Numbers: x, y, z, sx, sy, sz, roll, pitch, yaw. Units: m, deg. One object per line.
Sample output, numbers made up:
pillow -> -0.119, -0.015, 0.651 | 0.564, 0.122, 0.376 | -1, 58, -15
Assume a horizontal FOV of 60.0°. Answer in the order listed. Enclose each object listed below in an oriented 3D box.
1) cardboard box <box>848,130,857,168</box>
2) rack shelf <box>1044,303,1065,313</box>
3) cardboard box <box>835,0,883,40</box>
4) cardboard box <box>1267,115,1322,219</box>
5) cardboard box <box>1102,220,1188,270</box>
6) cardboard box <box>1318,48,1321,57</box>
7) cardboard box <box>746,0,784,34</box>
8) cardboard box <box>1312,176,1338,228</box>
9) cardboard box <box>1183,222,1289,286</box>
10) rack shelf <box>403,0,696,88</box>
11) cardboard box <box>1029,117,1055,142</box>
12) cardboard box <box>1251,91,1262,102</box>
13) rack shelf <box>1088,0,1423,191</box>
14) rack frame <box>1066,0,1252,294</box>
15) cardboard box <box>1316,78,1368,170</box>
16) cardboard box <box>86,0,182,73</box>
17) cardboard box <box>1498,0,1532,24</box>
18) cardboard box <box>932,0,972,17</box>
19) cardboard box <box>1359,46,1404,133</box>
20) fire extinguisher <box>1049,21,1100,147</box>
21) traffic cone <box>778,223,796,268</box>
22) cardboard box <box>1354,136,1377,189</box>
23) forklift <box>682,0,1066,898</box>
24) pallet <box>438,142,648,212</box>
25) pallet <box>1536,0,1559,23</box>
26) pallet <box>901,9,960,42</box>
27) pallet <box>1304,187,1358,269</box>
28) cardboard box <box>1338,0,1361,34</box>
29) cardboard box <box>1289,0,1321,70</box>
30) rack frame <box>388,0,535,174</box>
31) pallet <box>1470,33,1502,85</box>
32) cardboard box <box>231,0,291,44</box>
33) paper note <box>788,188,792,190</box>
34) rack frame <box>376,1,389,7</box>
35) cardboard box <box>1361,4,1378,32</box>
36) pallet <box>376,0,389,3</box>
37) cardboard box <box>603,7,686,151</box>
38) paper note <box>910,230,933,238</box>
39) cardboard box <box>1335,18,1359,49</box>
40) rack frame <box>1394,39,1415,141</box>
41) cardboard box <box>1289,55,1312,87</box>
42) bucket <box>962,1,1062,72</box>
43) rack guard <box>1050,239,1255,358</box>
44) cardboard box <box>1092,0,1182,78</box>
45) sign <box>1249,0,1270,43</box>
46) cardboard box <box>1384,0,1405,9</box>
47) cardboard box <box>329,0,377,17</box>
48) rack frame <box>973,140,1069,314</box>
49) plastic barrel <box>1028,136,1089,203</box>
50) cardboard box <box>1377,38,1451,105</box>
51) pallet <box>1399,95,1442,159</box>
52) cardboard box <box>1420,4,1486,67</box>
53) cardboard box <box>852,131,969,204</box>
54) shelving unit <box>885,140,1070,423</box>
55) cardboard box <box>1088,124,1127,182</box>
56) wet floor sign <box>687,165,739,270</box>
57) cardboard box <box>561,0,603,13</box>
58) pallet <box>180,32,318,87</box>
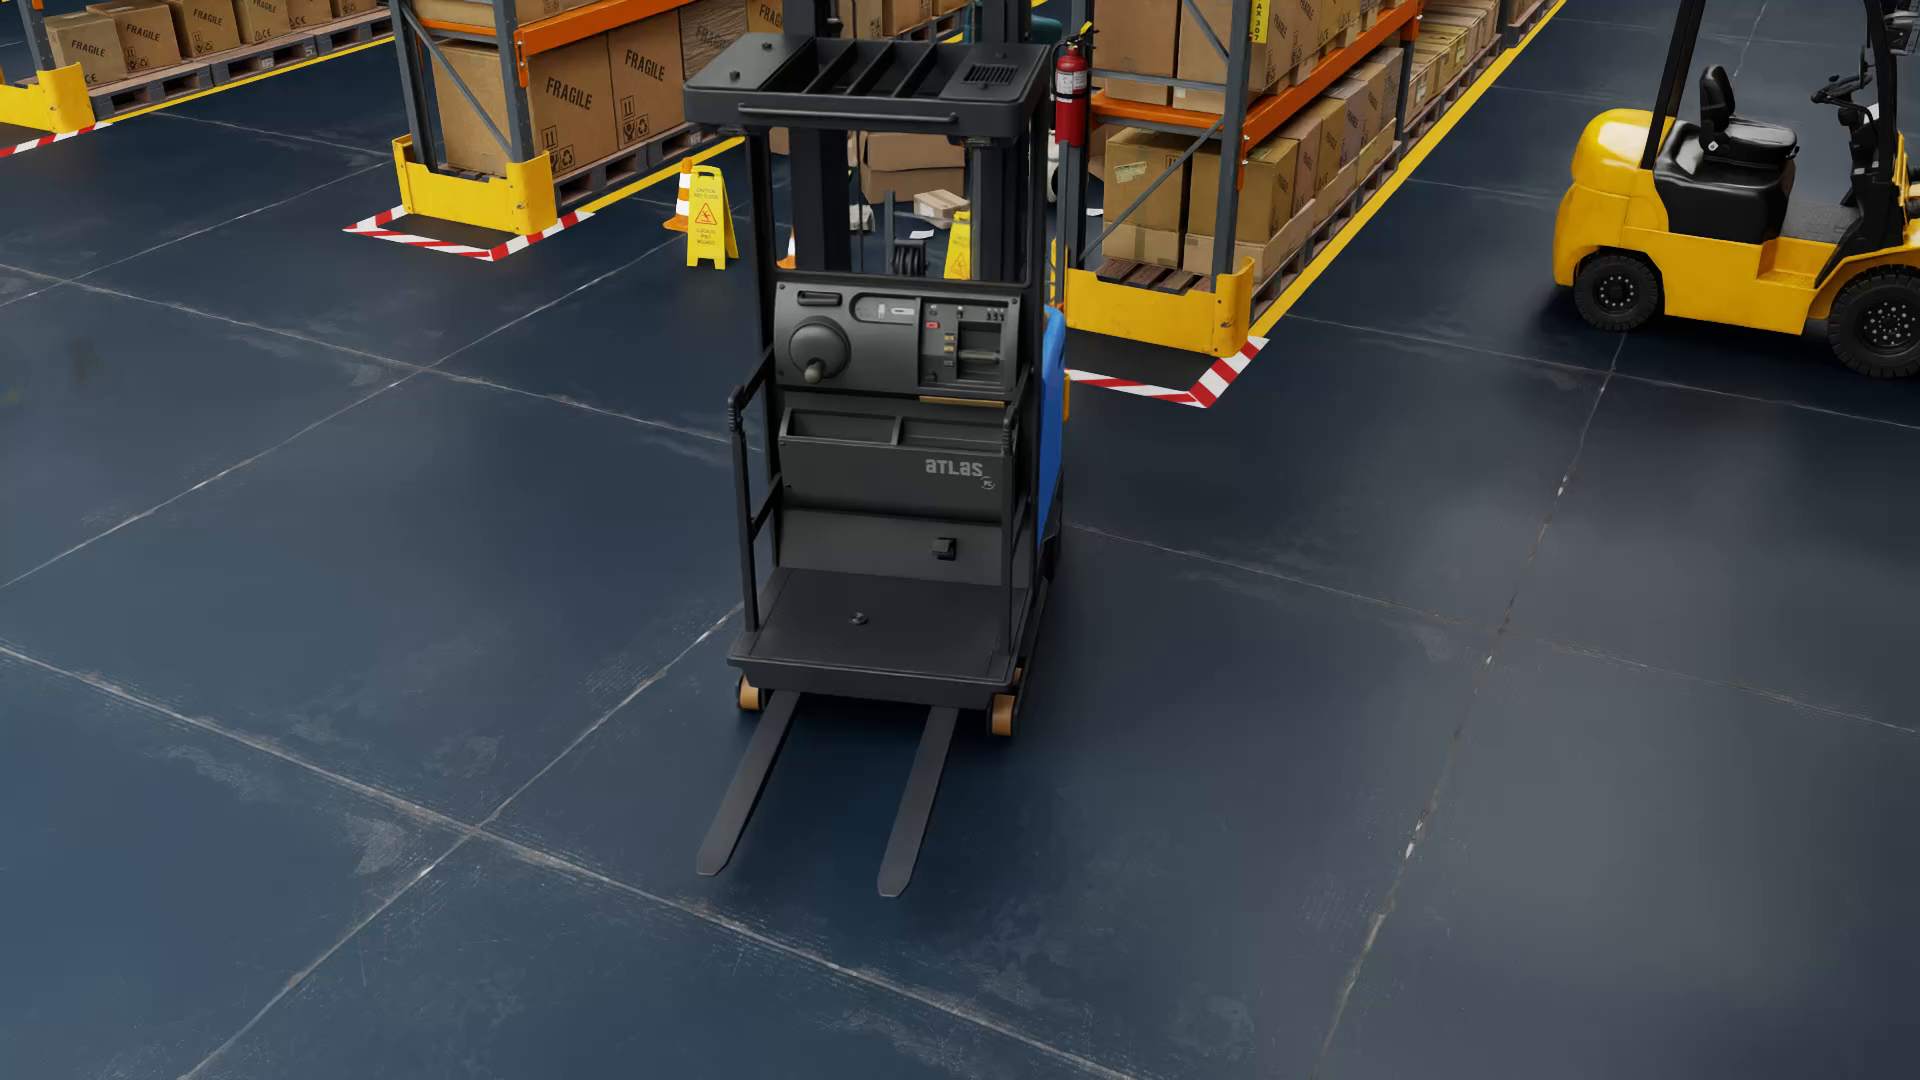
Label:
cardboard box -> -0.692, -2.999, 12.706 | 0.396, 0.266, 0.258 | 21, 36, 32
rack shelf -> 0.098, -0.961, 8.279 | 0.538, 0.185, 1.000 | 12, 32, 20
cardboard box -> -1.346, -4.867, 15.050 | 1.050, 0.750, 0.750 | 14, 33, 23
cardboard box -> 1.940, -2.367, 10.445 | 0.500, 0.500, 0.500 | 13, 32, 21
cardboard box -> 1.221, -1.933, 10.444 | 0.500, 0.250, 0.500 | 14, 33, 23
cardboard box -> 2.027, -3.078, 10.349 | 0.380, 0.149, 0.250 | 15, 33, 25
cardboard box -> -1.898, -4.363, 14.047 | 0.875, 0.875, 0.875 | 15, 33, 24
cardboard box -> 2.172, -2.267, 11.026 | 0.500, 0.250, 0.500 | 17, 34, 27
cardboard box -> 1.695, -1.798, 10.208 | 0.500, 0.250, 0.500 | 14, 33, 23
rack shelf -> -2.460, -4.166, 12.715 | 1.077, 0.370, 4.000 | 14, 33, 23
cardboard box -> 0.622, -3.227, 13.102 | 0.258, 0.266, 0.396 | -7, 31, -11
cardboard box -> 1.523, -2.623, 9.558 | 0.380, 0.149, 0.250 | 15, 33, 24
rack shelf -> 1.993, -3.088, 10.838 | 1.077, 0.370, 4.000 | 14, 33, 23
rack frame -> 1.082, -2.513, 9.115 | 1.000, 3.000, 0.127 | 14, 33, 23
cardboard box -> 2.412, -2.826, 11.246 | 0.500, 0.500, 0.500 | 16, 34, 26
cardboard box -> -7.199, -4.405, 14.498 | 0.500, 0.500, 0.500 | 24, 38, 36
cardboard box -> 5.115, -5.608, 16.215 | 0.875, 0.875, 0.875 | 14, 33, 23
cardboard box -> -0.479, -5.707, 16.513 | 1.050, 0.750, 0.750 | 15, 33, 24
cardboard box -> 2.873, -3.278, 12.033 | 0.500, 0.500, 0.500 | 14, 33, 23
fire extinguisher -> 0.619, -2.534, 9.228 | 0.296, 0.674, 0.183 | 14, 33, 23
traffic cone -> -1.014, -1.998, 10.764 | 0.336, 0.463, 0.334 | 14, 33, 23
cardboard box -> 2.640, -2.715, 11.805 | 0.500, 0.250, 0.500 | 13, 32, 22
forklift -> -0.272, -0.707, 6.037 | 1.130, 2.935, 3.031 | 5, 30, 8
pallet -> -3.076, -2.754, 12.335 | 1.003, 0.211, 1.213 | 14, 33, 23
pallet -> 5.709, -5.722, 17.502 | 1.003, 0.211, 1.213 | 14, 33, 23
pallet -> -0.710, -5.058, 16.345 | 1.003, 0.211, 1.213 | 14, 33, 23
pallet -> 2.075, -2.229, 11.419 | 1.003, 0.211, 1.213 | 14, 33, 23
cardboard box -> 2.233, -3.517, 10.462 | 0.500, 0.500, 0.500 | 14, 33, 22
cardboard box -> 1.777, -3.063, 9.673 | 0.500, 0.500, 0.500 | 15, 33, 25
rack frame -> -3.371, -3.592, 10.992 | 1.000, 3.000, 0.127 | 14, 33, 23
pallet -> 4.369, -4.505, 15.382 | 1.003, 0.211, 1.213 | 14, 33, 23
cardboard box -> -6.603, -4.916, 15.387 | 0.500, 0.500, 0.500 | 11, 32, 19
paper note -> -1.164, -2.595, 12.240 | 0.142, 0.017, 0.144 | -25, 38, -36
rack frame -> -5.918, -6.535, 16.117 | 1.000, 3.000, 0.127 | 14, 33, 23
cardboard box -> 2.569, -3.515, 11.111 | 0.380, 0.149, 0.250 | 14, 33, 23
pallet -> -5.565, -5.671, 17.413 | 1.003, 0.211, 1.213 | 14, 33, 23
cardboard box -> -2.722, -3.558, 12.646 | 0.875, 0.875, 0.875 | 14, 33, 23
paper note -> -0.260, -2.096, 11.370 | 0.148, 0.019, 0.142 | 4, 30, 6
cardboard box -> 2.341, -3.286, 10.712 | 0.380, 0.149, 0.250 | 15, 33, 24
rack frame -> 2.904, -4.287, 12.203 | 1.000, 3.000, 0.127 | 14, 33, 23
cardboard box -> 1.873, -2.825, 9.909 | 0.380, 0.149, 0.250 | 15, 33, 24
bucket -> 0.442, -4.021, 13.501 | 0.620, 0.611, 0.726 | -14, 31, -42
rack guard -> 1.116, -1.463, 9.796 | 1.175, 0.500, 0.348 | 14, 33, 23
cardboard box -> 1.084, -2.989, 9.543 | 0.500, 0.500, 0.500 | 14, 33, 22
sign -> 1.565, -2.766, 8.685 | 0.100, 0.325, 0.005 | 14, 33, 23
cardboard box -> 2.921, -3.854, 11.701 | 0.380, 0.149, 0.250 | 15, 33, 24
cardboard box -> -6.136, -5.465, 16.342 | 0.500, 0.500, 0.500 | 13, 32, 22
rack frame -> 0.301, -1.349, 8.593 | 0.500, 1.500, 0.032 | 12, 32, 20
plastic barrel -> 0.675, -2.655, 11.949 | 0.421, 0.421, 0.512 | -12, 32, -20
cardboard box -> 3.465, -3.882, 13.715 | 0.950, 0.372, 0.625 | 16, 34, 26
pallet -> 3.257, -3.423, 13.499 | 1.003, 0.211, 1.213 | 14, 33, 23
cardboard box -> 4.131, -4.525, 14.835 | 0.950, 0.372, 0.625 | 14, 33, 22
cardboard box -> -0.372, -2.784, 12.092 | 0.797, 0.503, 0.637 | -7, 31, -11
shelving unit -> 0.102, -1.121, 8.197 | 0.587, 1.500, 1.083 | 12, 32, 20
cardboard box -> 1.204, -3.037, 12.535 | 0.500, 0.500, 0.500 | -12, 32, -20
wet floor sign -> -1.622, -2.109, 10.774 | 0.267, 0.644, 0.232 | 9, 31, 15
cardboard box -> -3.011, -4.080, 11.692 | 0.875, 0.550, 0.550 | 14, 33, 23
pallet -> -6.747, -4.477, 15.334 | 1.003, 0.211, 1.213 | 14, 33, 23
